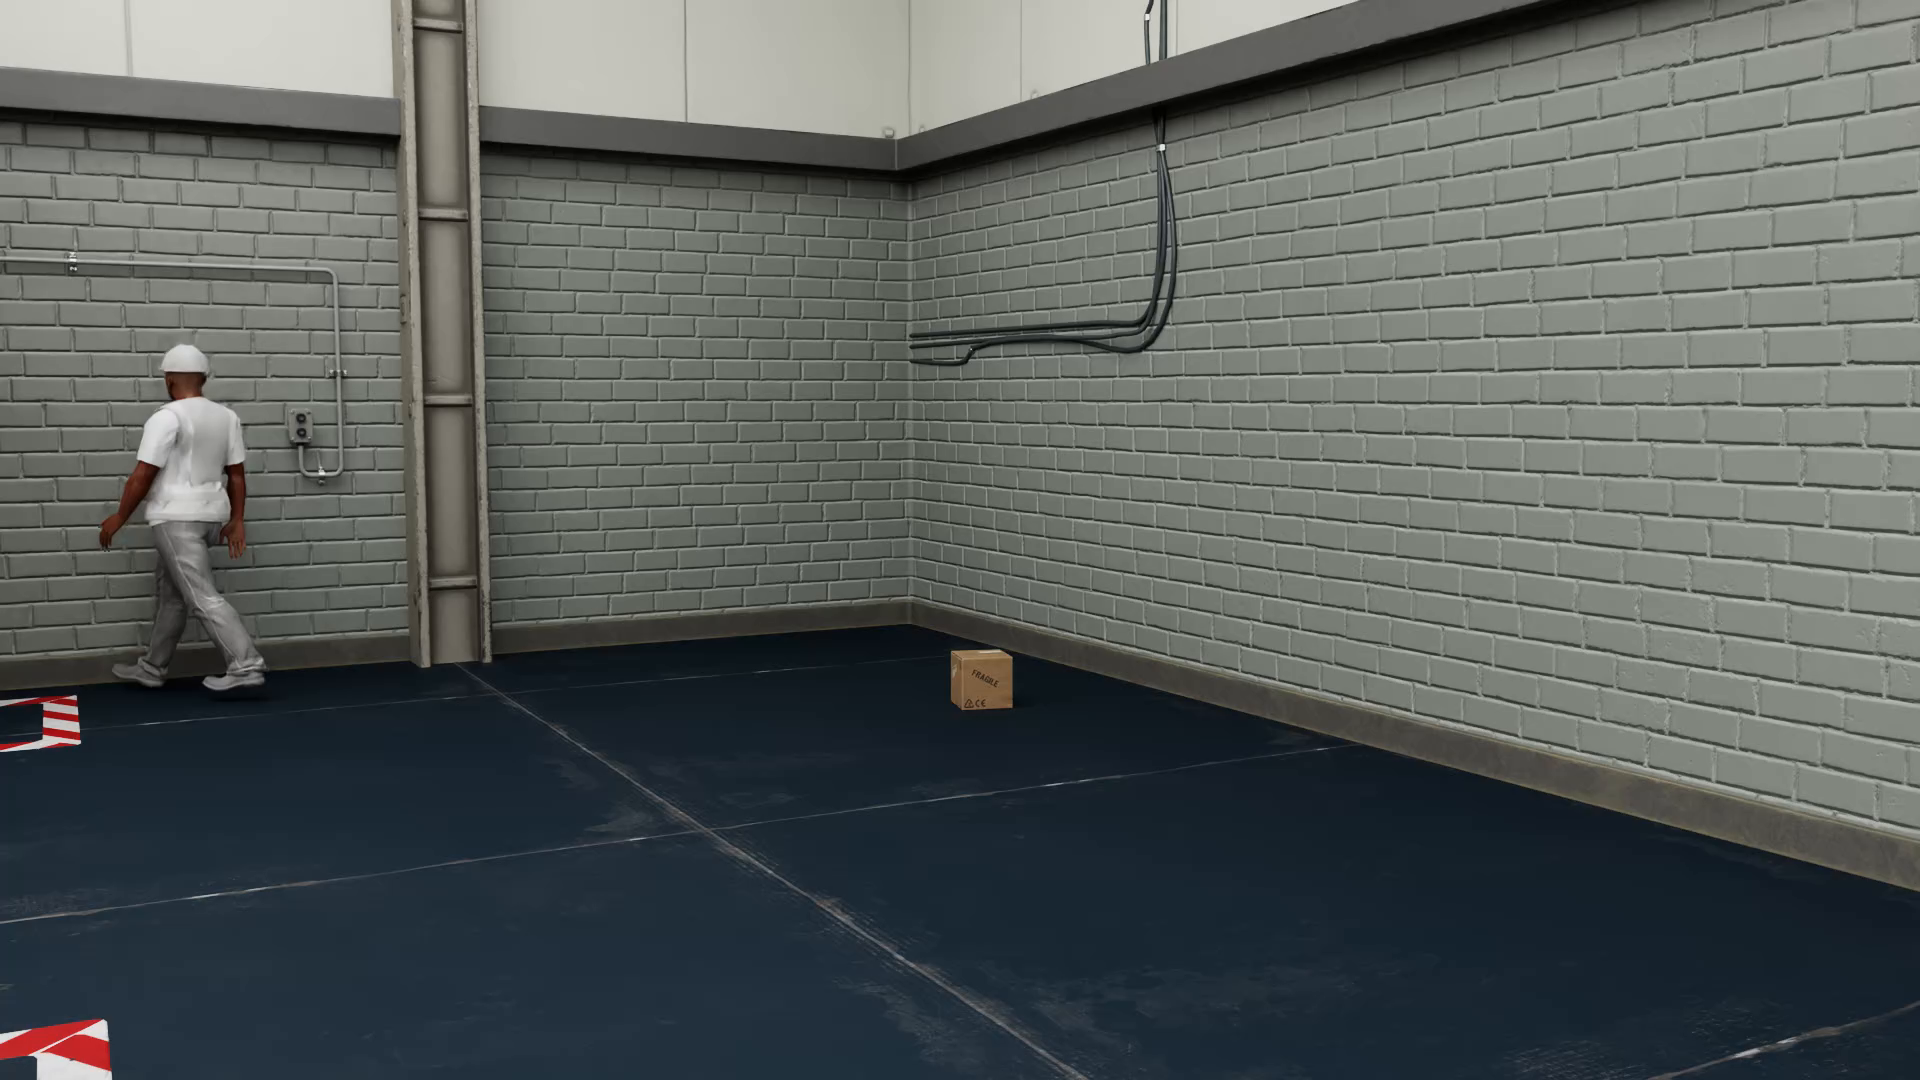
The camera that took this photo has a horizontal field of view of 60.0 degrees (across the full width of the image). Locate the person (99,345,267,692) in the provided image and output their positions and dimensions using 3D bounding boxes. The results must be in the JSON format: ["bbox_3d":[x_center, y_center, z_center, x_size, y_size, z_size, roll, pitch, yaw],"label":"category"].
[{"bbox_3d":[-3.895,-0.100,8.259,0.991,1.731,0.588,1,5,13],"label":"person"}]
